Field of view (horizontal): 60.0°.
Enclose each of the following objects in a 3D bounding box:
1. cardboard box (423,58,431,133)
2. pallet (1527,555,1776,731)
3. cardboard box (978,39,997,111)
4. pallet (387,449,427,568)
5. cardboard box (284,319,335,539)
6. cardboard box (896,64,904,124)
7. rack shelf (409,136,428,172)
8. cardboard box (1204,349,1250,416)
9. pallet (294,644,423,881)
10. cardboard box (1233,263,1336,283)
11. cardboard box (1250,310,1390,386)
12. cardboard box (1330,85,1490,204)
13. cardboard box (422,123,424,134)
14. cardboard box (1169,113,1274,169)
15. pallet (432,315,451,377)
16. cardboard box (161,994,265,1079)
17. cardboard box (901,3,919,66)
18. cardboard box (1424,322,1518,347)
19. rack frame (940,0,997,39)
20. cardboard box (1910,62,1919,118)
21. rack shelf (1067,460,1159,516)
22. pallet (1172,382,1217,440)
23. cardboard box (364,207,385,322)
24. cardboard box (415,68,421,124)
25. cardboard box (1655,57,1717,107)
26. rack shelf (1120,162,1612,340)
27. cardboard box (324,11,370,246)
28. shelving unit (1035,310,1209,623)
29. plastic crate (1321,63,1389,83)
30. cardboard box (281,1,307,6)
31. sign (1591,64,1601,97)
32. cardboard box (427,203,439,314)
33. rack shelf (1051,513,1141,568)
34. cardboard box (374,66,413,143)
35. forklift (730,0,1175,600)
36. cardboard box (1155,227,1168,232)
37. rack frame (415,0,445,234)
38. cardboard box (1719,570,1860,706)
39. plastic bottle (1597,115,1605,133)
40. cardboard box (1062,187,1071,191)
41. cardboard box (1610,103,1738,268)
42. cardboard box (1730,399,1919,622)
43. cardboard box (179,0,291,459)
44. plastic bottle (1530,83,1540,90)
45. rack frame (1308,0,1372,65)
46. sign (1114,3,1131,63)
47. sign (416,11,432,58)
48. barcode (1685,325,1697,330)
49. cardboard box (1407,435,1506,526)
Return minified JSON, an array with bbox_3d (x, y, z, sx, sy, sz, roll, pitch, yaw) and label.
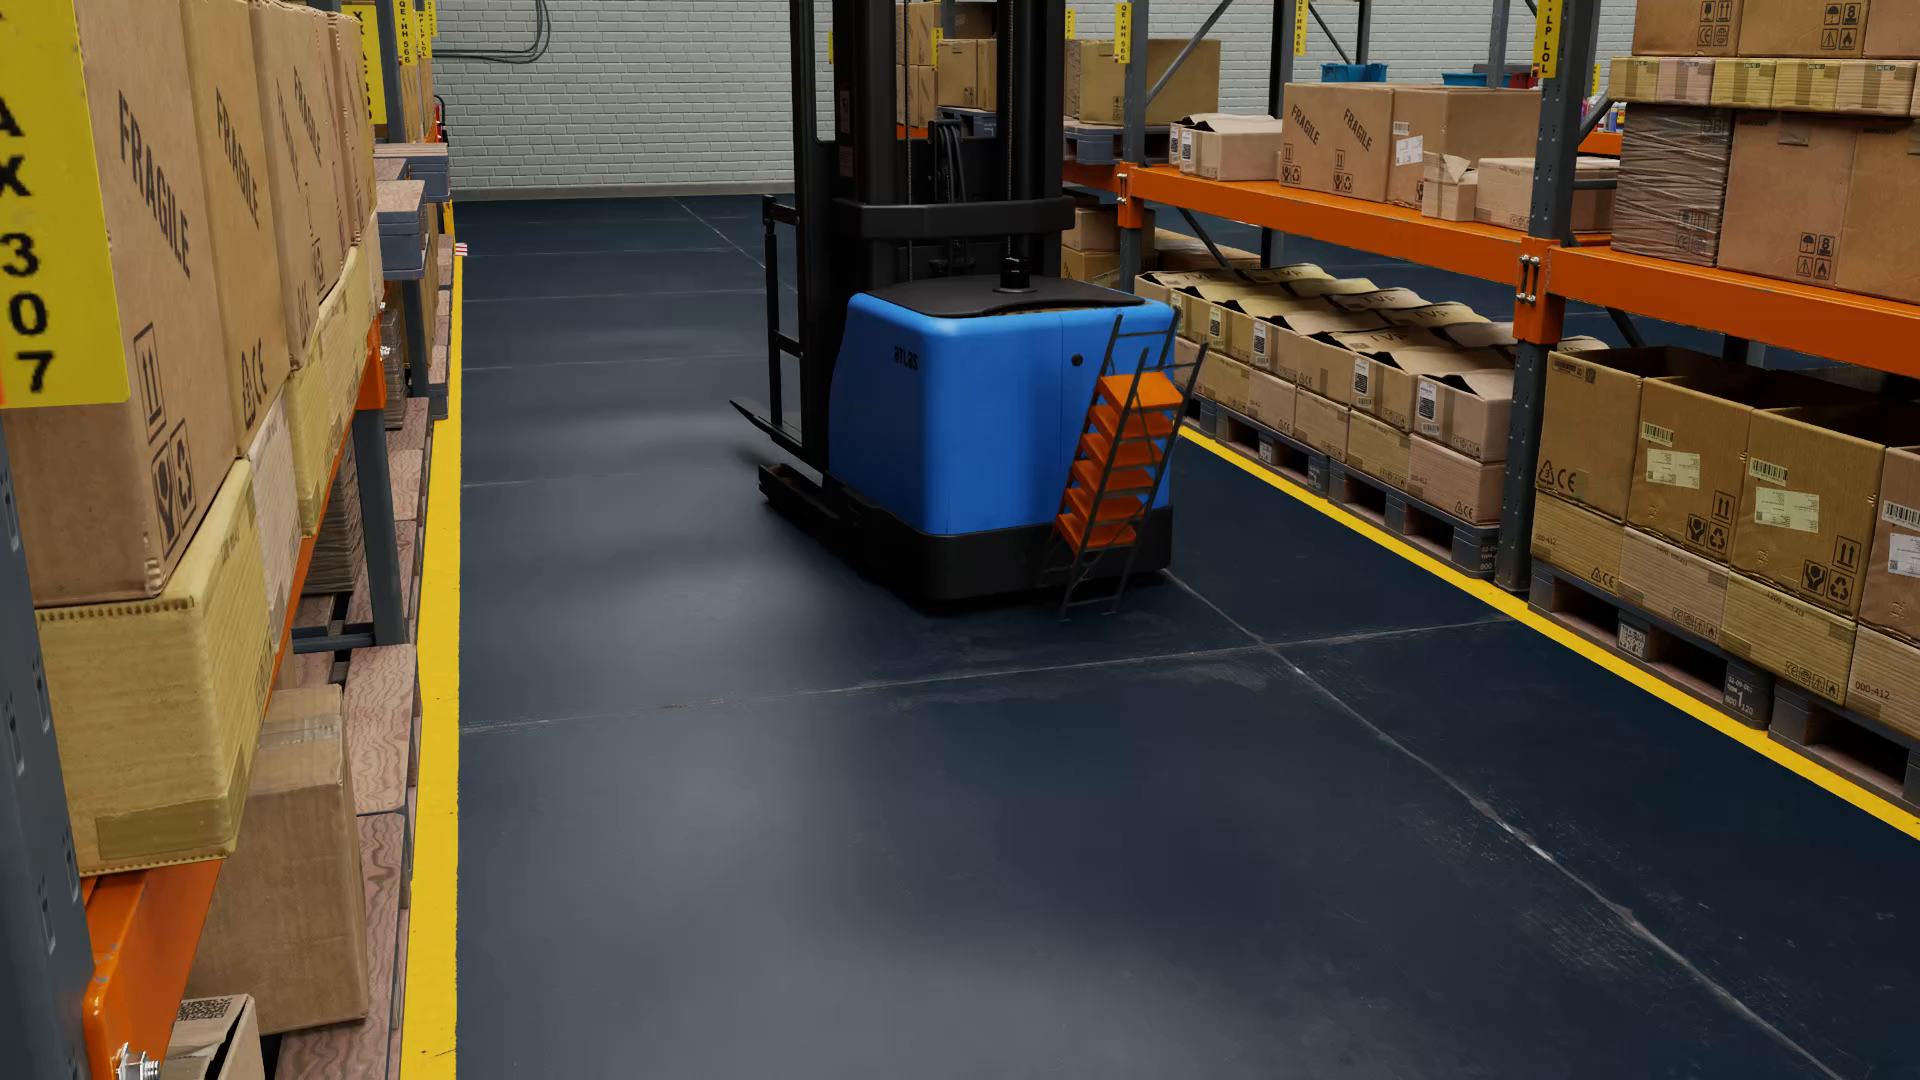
[{"bbox_3d":[-4.748,-3.603,13.212,0.980,0.700,0.700,-5,17,-17],"label":"cardboard box"},{"bbox_3d":[2.719,0.273,5.676,1.003,0.211,1.213,-5,17,-15],"label":"pallet"},{"bbox_3d":[0.508,-3.414,12.199,0.700,0.500,0.500,-2,17,-6],"label":"cardboard box"},{"bbox_3d":[-2.775,-0.111,6.955,1.003,0.211,1.213,-5,17,-15],"label":"pallet"},{"bbox_3d":[-1.241,-0.168,2.525,0.500,0.250,0.500,-5,17,-16],"label":"cardboard box"},{"bbox_3d":[-0.328,-3.949,14.711,0.500,0.500,0.500,-4,17,-14],"label":"cardboard box"},{"bbox_3d":[-3.870,-2.208,10.340,1.077,0.370,4.000,-5,17,-15],"label":"rack shelf"},{"bbox_3d":[1.591,-0.826,8.538,0.500,0.250,0.500,-5,17,-17],"label":"cardboard box"},{"bbox_3d":[-2.002,0.625,4.503,1.003,0.211,1.213,-5,17,-15],"label":"pallet"},{"bbox_3d":[1.823,-1.420,9.539,0.500,0.311,0.500,-4,17,-14],"label":"cardboard box"},{"bbox_3d":[1.736,-0.949,7.972,0.500,0.311,0.500,-5,17,-16],"label":"cardboard box"},{"bbox_3d":[2.063,-1.832,7.662,0.500,0.500,0.500,-5,17,-15],"label":"cardboard box"},{"bbox_3d":[-3.962,-2.856,11.648,0.380,0.149,0.250,-4,17,-14],"label":"cardboard box"},{"bbox_3d":[1.500,-2.245,9.368,0.500,0.311,0.500,-4,17,-12],"label":"cardboard box"},{"bbox_3d":[-3.796,-1.225,10.663,1.003,0.211,1.213,-5,17,-15],"label":"pallet"},{"bbox_3d":[-1.382,0.934,2.537,0.500,0.311,0.500,-3,17,-11],"label":"cardboard box"},{"bbox_3d":[-0.189,-4.286,14.096,0.500,0.500,0.500,-5,17,-16],"label":"cardboard box"},{"bbox_3d":[2.391,-0.855,7.658,0.500,0.311,0.500,-5,18,-17],"label":"cardboard box"},{"bbox_3d":[0.343,-3.499,13.385,1.000,3.000,0.127,-5,17,-15],"label":"rack frame"},{"bbox_3d":[2.787,-1.199,4.427,0.380,0.149,0.250,-5,17,-17],"label":"cardboard box"},{"bbox_3d":[0.525,-0.193,5.714,0.258,0.103,0.180,-8,45,-24],"label":"rack shelf"},{"bbox_3d":[1.631,-0.826,9.335,1.003,0.211,1.213,-5,17,-15],"label":"pallet"},{"bbox_3d":[-1.799,-0.724,4.374,0.500,0.250,0.500,-5,17,-15],"label":"cardboard box"},{"bbox_3d":[-3.770,-2.918,10.727,0.500,0.500,0.500,-5,17,-15],"label":"cardboard box"},{"bbox_3d":[2.498,-1.485,5.381,0.380,0.149,0.250,-4,17,-14],"label":"cardboard box"},{"bbox_3d":[1.992,-1.494,7.964,1.077,0.370,4.000,-5,17,-15],"label":"rack shelf"},{"bbox_3d":[-1.651,-0.946,3.810,0.500,0.500,0.500,-5,17,-16],"label":"cardboard box"},{"bbox_3d":[0.533,-0.226,5.685,0.258,1.200,0.189,-8,45,-24],"label":"shelving unit"},{"bbox_3d":[4.279,-4.964,18.096,0.616,0.435,0.499,-5,17,-15],"label":"plastic crate"},{"bbox_3d":[-3.094,-2.388,7.622,0.380,0.149,0.250,-8,18,-24],"label":"cardboard box"},{"bbox_3d":[5.636,-4.065,14.789,0.100,0.325,0.005,-5,17,-15],"label":"sign"},{"bbox_3d":[-3.869,-1.862,10.945,0.750,0.750,0.750,-4,17,-14],"label":"cardboard box"},{"bbox_3d":[0.479,-0.014,5.867,0.258,0.103,0.180,-8,45,-24],"label":"rack shelf"},{"bbox_3d":[-3.207,-2.354,8.849,0.500,0.500,0.500,-4,17,-14],"label":"cardboard box"},{"bbox_3d":[-0.259,-1.567,7.074,1.130,2.935,3.031,-7,18,-23],"label":"forklift"},{"bbox_3d":[1.161,-1.982,11.916,0.500,0.500,0.500,-5,18,-17],"label":"cardboard box"},{"bbox_3d":[-5.519,-4.212,15.762,1.000,3.000,0.127,-5,17,-15],"label":"rack frame"},{"bbox_3d":[2.642,0.260,4.923,0.500,0.250,0.500,-5,17,-15],"label":"cardboard box"},{"bbox_3d":[5.127,-3.346,13.221,0.097,0.201,0.097,0,17,0],"label":"plastic bottle"},{"bbox_3d":[0.516,-2.442,12.143,0.500,0.250,0.500,-5,17,-15],"label":"cardboard box"},{"bbox_3d":[2.669,-1.211,5.597,0.700,0.500,0.500,-5,17,-17],"label":"cardboard box"},{"bbox_3d":[2.643,-0.100,4.816,0.500,0.500,0.500,-5,17,-15],"label":"cardboard box"},{"bbox_3d":[-1.090,-0.377,1.915,0.500,0.500,0.500,-5,17,-15],"label":"cardboard box"},{"bbox_3d":[4.902,-3.731,14.246,0.144,0.351,0.185,-5,17,-15],"label":"plastic bottle"},{"bbox_3d":[4.007,-4.996,18.369,1.000,3.000,0.127,-5,17,-15],"label":"rack frame"},{"bbox_3d":[0.923,-2.863,9.395,0.100,0.325,0.005,-5,17,-15],"label":"sign"},{"bbox_3d":[-3.900,-3.668,12.075,0.100,0.325,0.005,-5,17,-15],"label":"sign"},{"bbox_3d":[2.871,-0.863,6.521,0.001,0.075,0.075,-5,17,-15],"label":"barcode"},{"bbox_3d":[2.148,-0.262,6.659,0.500,0.250,0.500,-5,17,-16],"label":"cardboard box"}]
